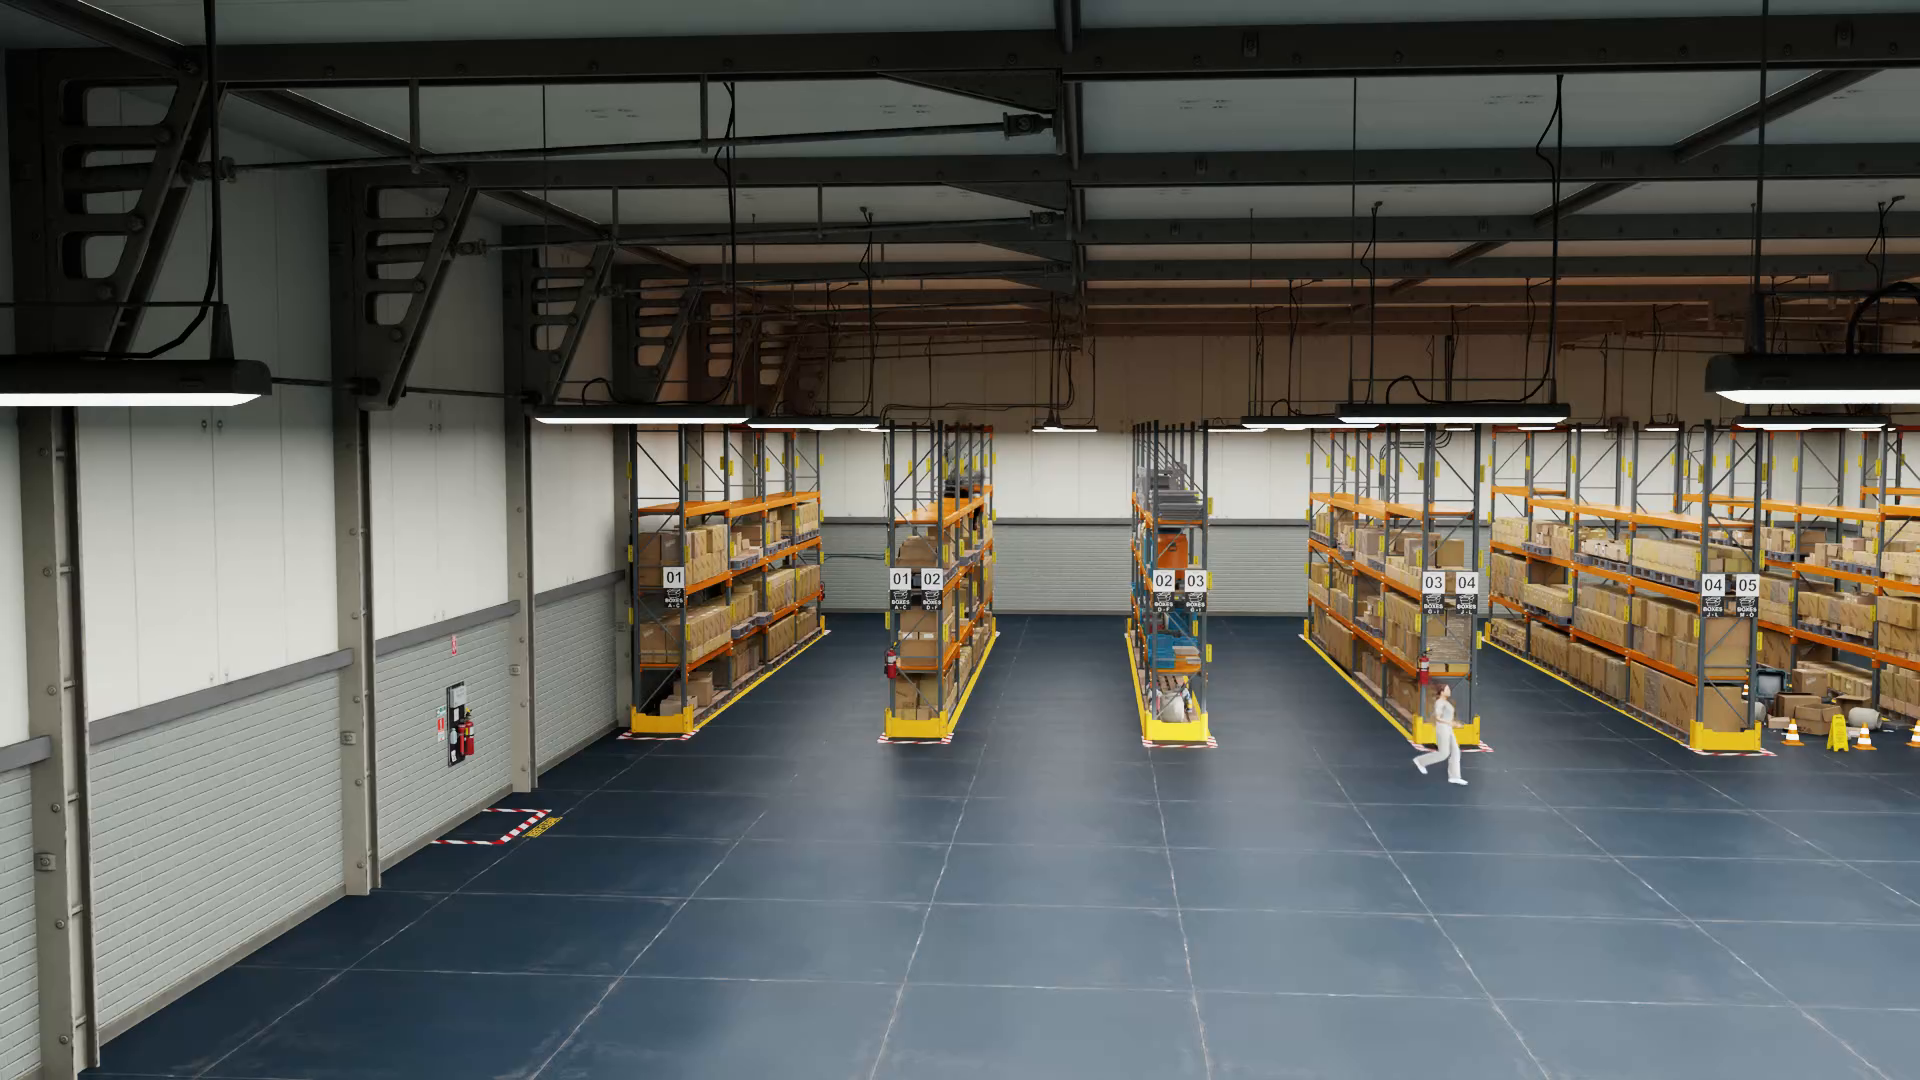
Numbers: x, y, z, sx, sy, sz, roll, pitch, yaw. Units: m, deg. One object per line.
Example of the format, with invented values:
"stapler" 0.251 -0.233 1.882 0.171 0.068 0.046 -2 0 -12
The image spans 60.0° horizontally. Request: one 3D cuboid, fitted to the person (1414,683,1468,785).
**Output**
"person" 7.919 3.169 27.339 0.868 1.658 0.569 2 4 28
